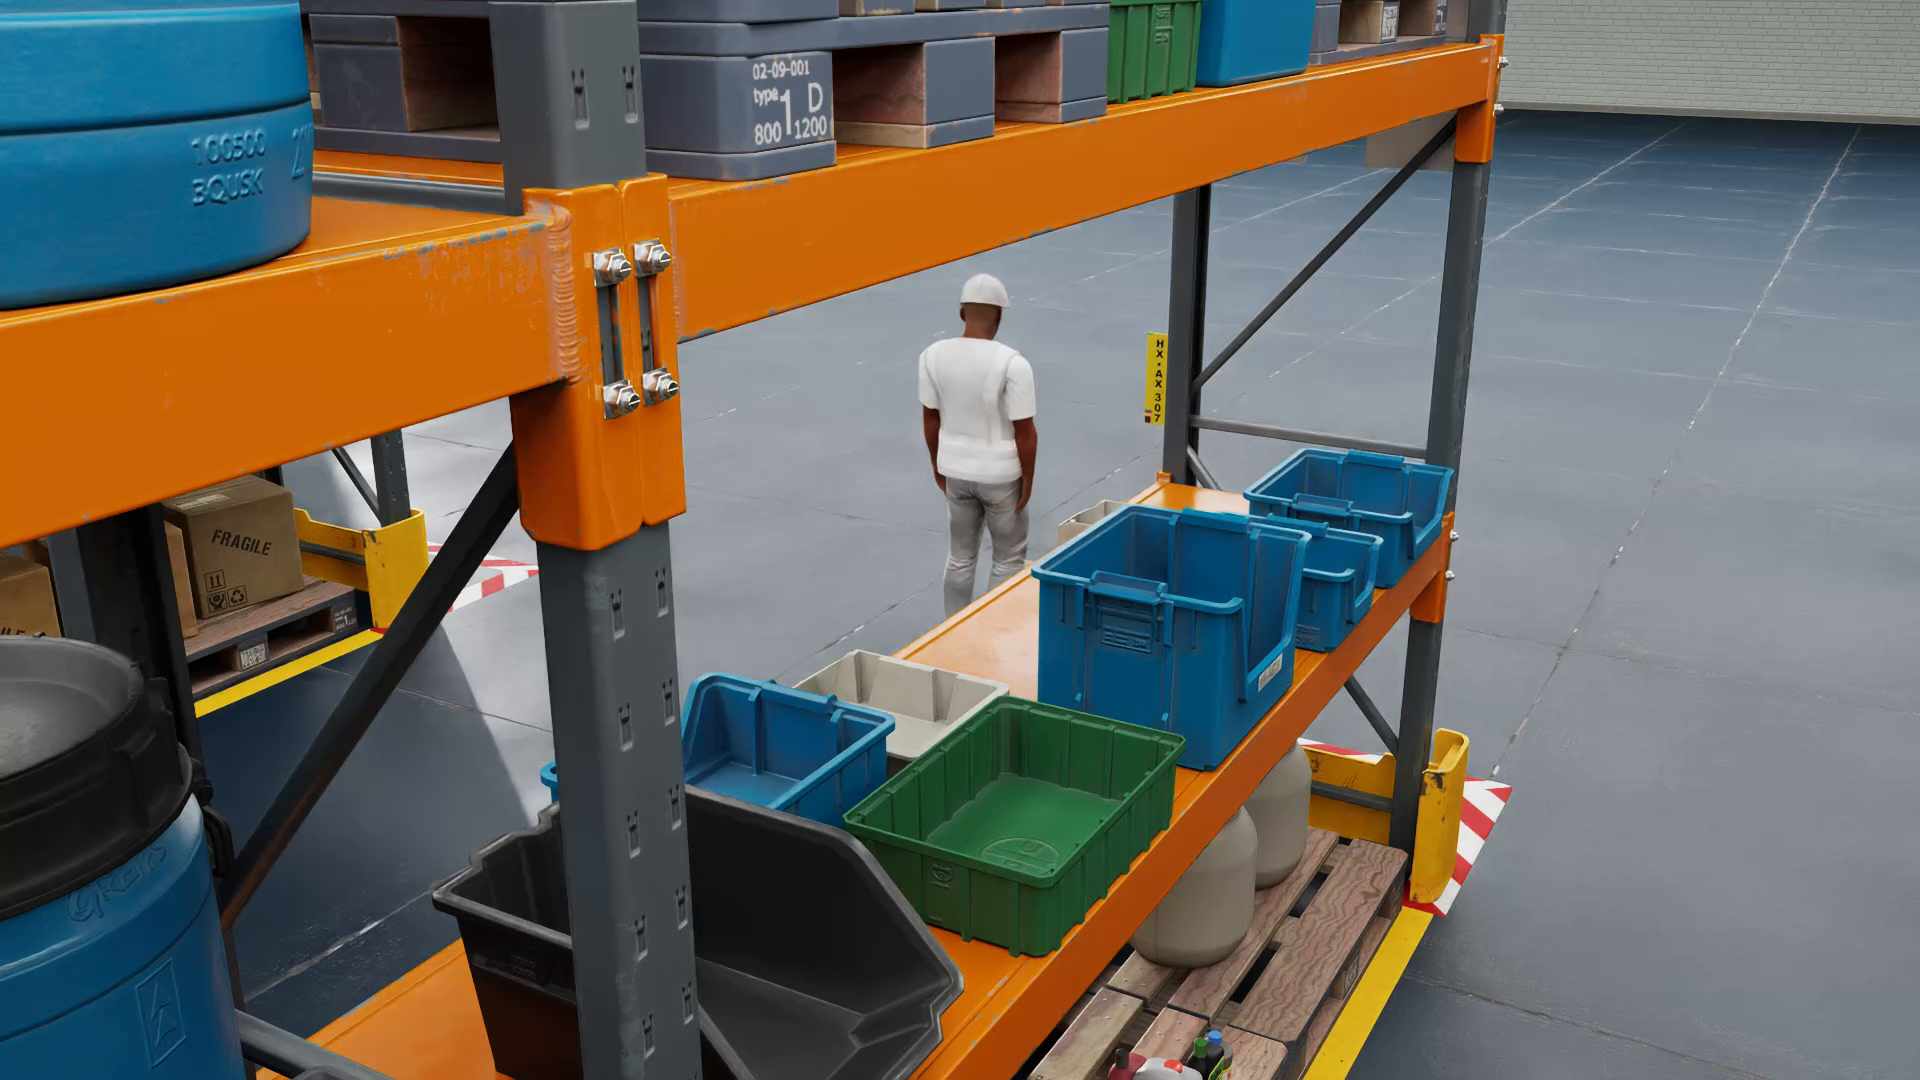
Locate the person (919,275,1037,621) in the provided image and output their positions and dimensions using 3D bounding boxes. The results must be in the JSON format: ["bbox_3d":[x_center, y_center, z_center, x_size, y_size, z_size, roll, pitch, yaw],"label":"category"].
[{"bbox_3d":[0.094,-0.302,7.403,0.568,1.758,0.368,11,22,29],"label":"person"}]
